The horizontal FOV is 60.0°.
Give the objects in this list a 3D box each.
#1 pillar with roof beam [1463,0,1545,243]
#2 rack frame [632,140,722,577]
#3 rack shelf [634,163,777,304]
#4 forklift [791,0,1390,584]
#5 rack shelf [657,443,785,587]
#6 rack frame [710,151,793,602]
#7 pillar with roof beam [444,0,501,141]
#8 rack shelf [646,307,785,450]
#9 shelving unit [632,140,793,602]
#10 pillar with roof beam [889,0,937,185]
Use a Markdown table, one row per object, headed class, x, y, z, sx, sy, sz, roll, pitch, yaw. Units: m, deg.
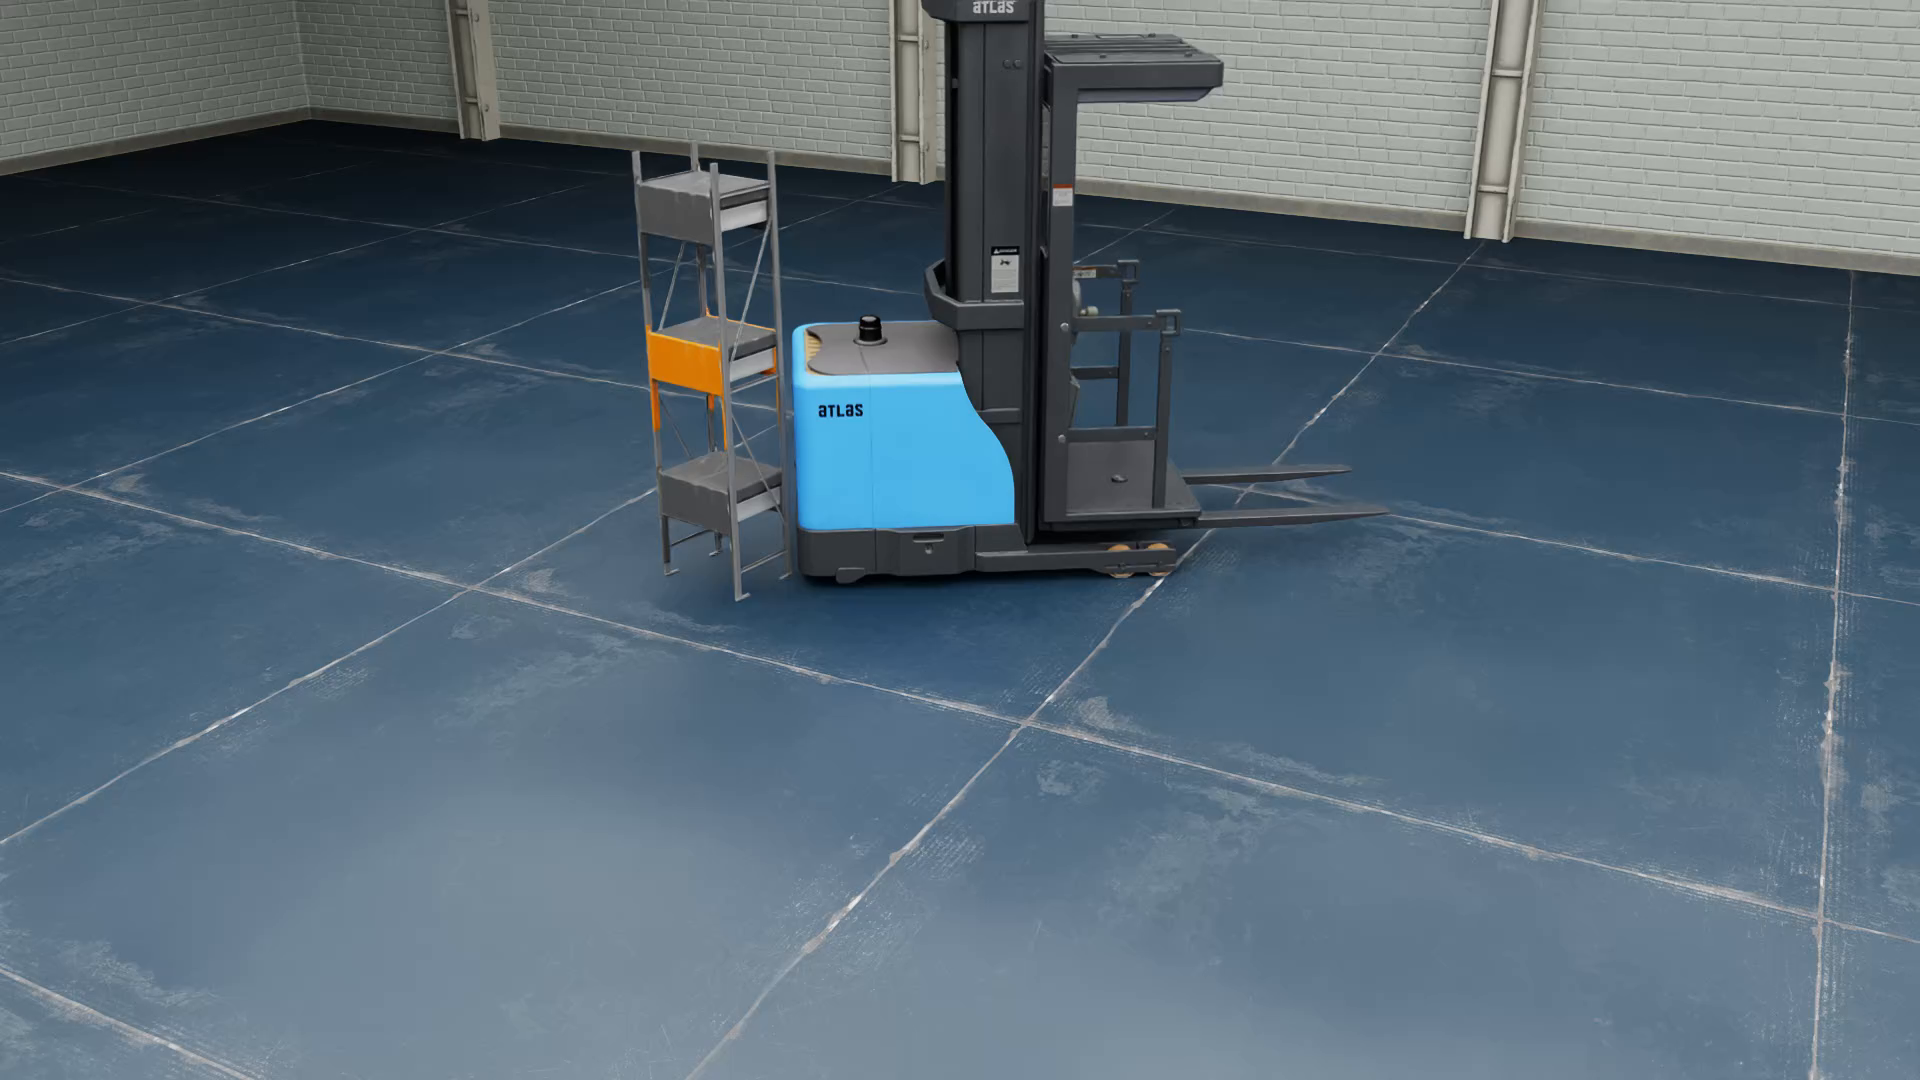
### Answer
| class | x | y | z | sx | sy | sz | roll | pitch | yaw |
| --- | --- | --- | --- | --- | --- | --- | --- | --- | --- |
| pillar with roof beam | 2.925 | -5.426 | 10.011 | 0.400 | 9.000 | 9.100 | 11 | 25 | 25 |
| rack frame | -1.356 | -0.845 | 8.054 | 0.015 | 2.100 | 0.400 | 16 | 28 | 33 |
| rack shelf | -1.160 | -1.420 | 7.652 | 0.480 | 0.518 | 0.431 | 16 | 28 | 33 |
| forklift | 0.668 | -1.360 | 8.203 | 3.031 | 2.935 | 1.130 | -2 | 23 | -5 |
| rack shelf | -1.160 | -0.131 | 8.200 | 0.480 | 0.518 | 0.431 | 16 | 28 | 33 |
| rack frame | -0.964 | -0.731 | 7.787 | 0.015 | 2.100 | 0.400 | 16 | 28 | 33 |
| pillar with roof beam | -7.784 | -7.545 | 14.993 | 0.400 | 9.000 | 9.100 | 11 | 25 | 25 |
| rack shelf | -1.160 | -0.776 | 7.926 | 0.480 | 0.518 | 0.431 | 16 | 28 | 33 |
| shelving unit | -1.160 | -0.788 | 7.920 | 0.503 | 2.100 | 0.431 | 16 | 28 | 33 |
| pillar with roof beam | -2.430 | -6.486 | 12.502 | 0.400 | 9.000 | 9.100 | 11 | 25 | 25 |
